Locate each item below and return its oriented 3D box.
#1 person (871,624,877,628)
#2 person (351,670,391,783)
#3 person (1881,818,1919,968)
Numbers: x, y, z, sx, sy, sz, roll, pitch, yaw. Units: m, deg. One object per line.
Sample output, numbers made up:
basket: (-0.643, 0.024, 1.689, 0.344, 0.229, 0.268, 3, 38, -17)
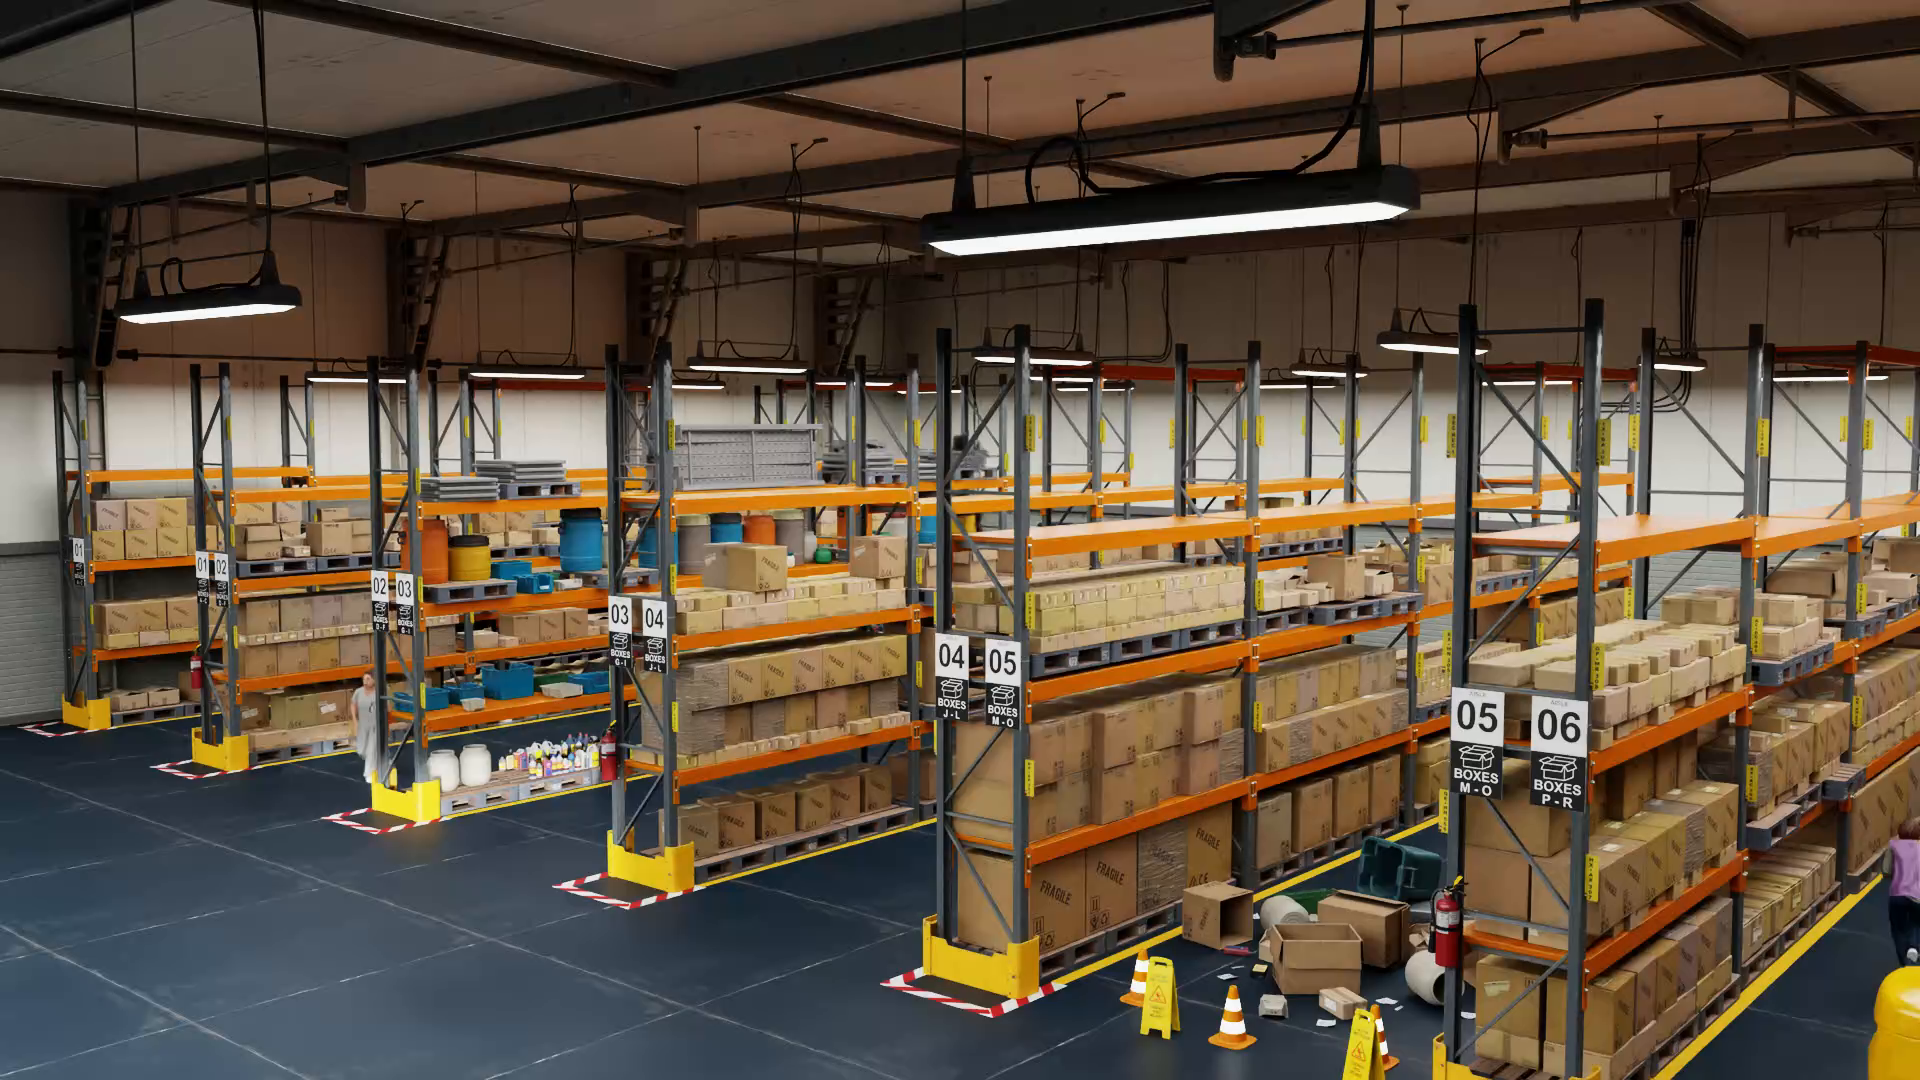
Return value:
person: (-1.902, 1.405, 40.082, 0.724, 1.742, 0.909, -2, 4, -22)
person: (-8.416, 2.650, 23.828, 0.561, 1.609, 0.557, 0, 4, 4)
person: (8.861, 3.341, 15.413, 0.571, 1.430, 0.779, 2, 5, 27)
